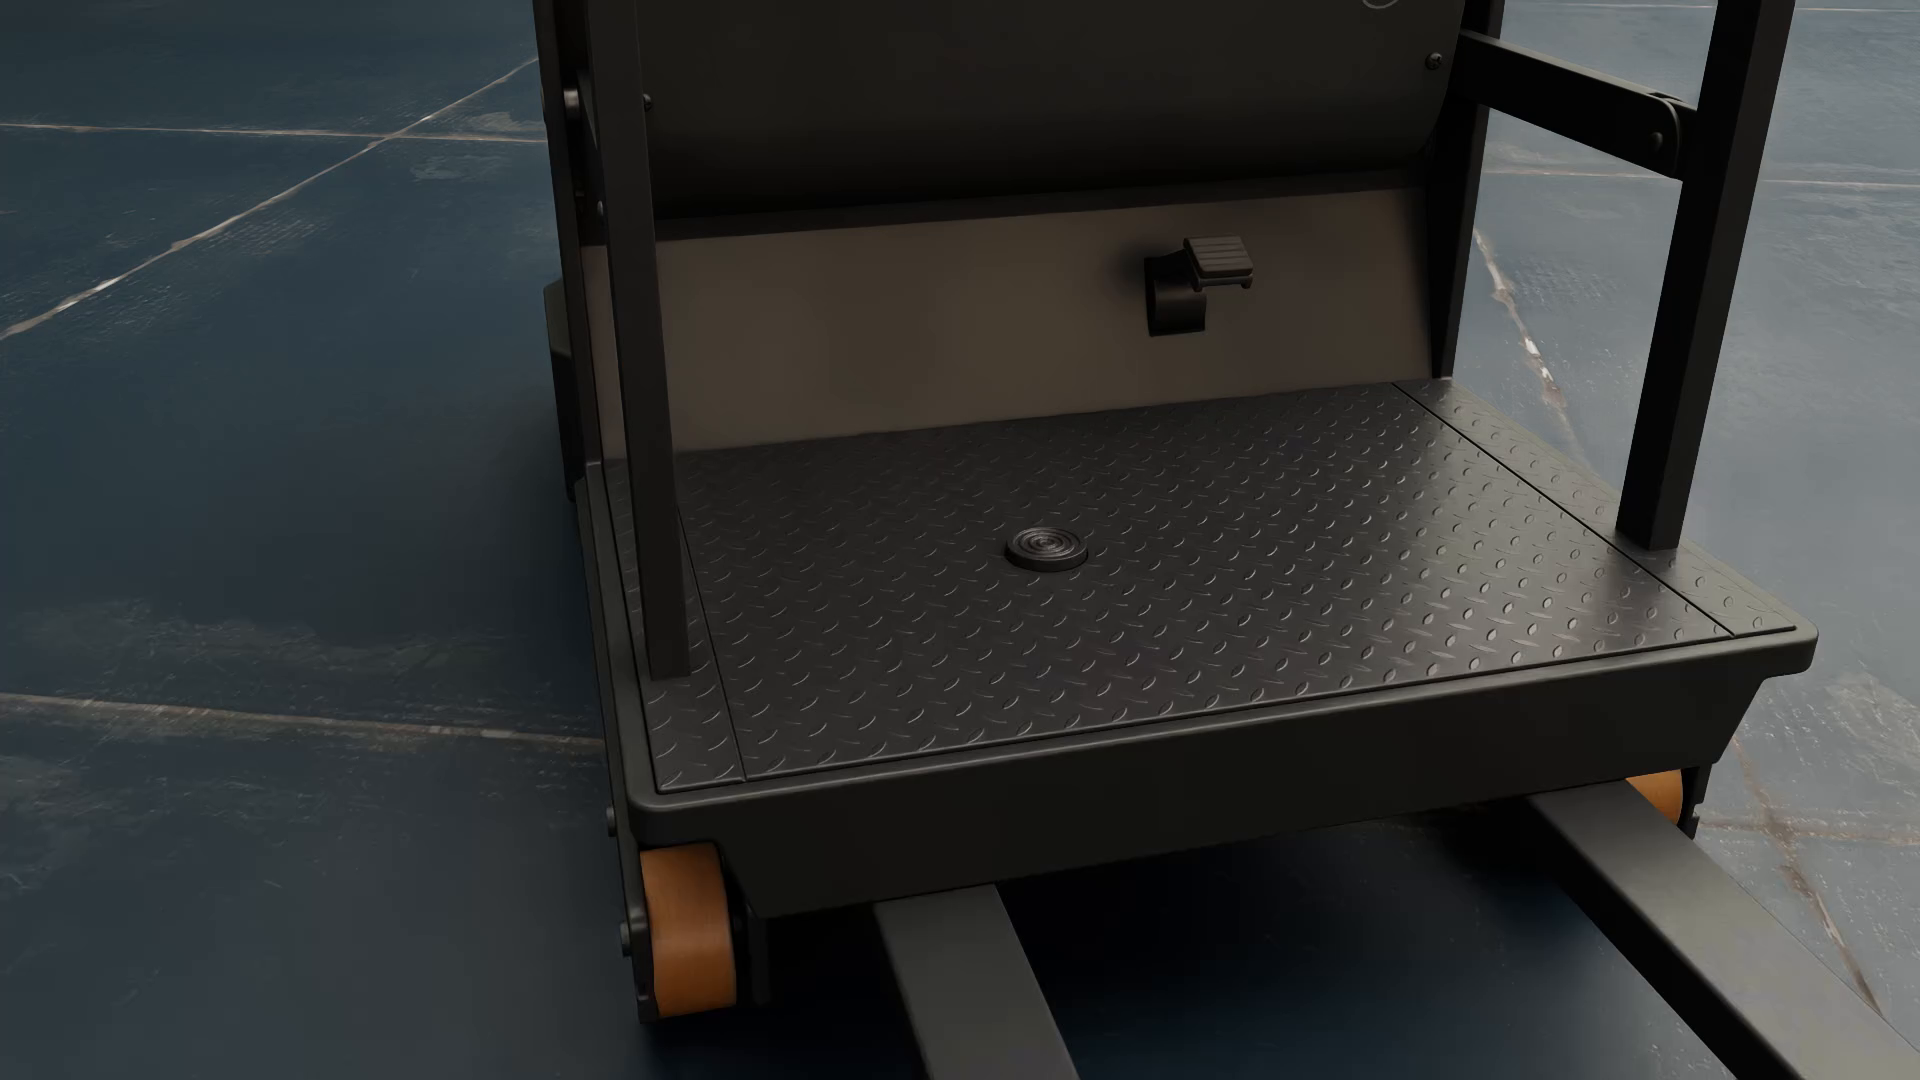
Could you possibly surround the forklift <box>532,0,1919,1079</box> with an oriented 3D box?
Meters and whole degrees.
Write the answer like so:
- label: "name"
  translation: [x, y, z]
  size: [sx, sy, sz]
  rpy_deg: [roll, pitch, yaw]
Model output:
- label: "forklift"
  translation: [0.153, -1.049, 1.319]
  size: [1.130, 2.935, 3.031]
  rpy_deg: [-7, 27, -13]
